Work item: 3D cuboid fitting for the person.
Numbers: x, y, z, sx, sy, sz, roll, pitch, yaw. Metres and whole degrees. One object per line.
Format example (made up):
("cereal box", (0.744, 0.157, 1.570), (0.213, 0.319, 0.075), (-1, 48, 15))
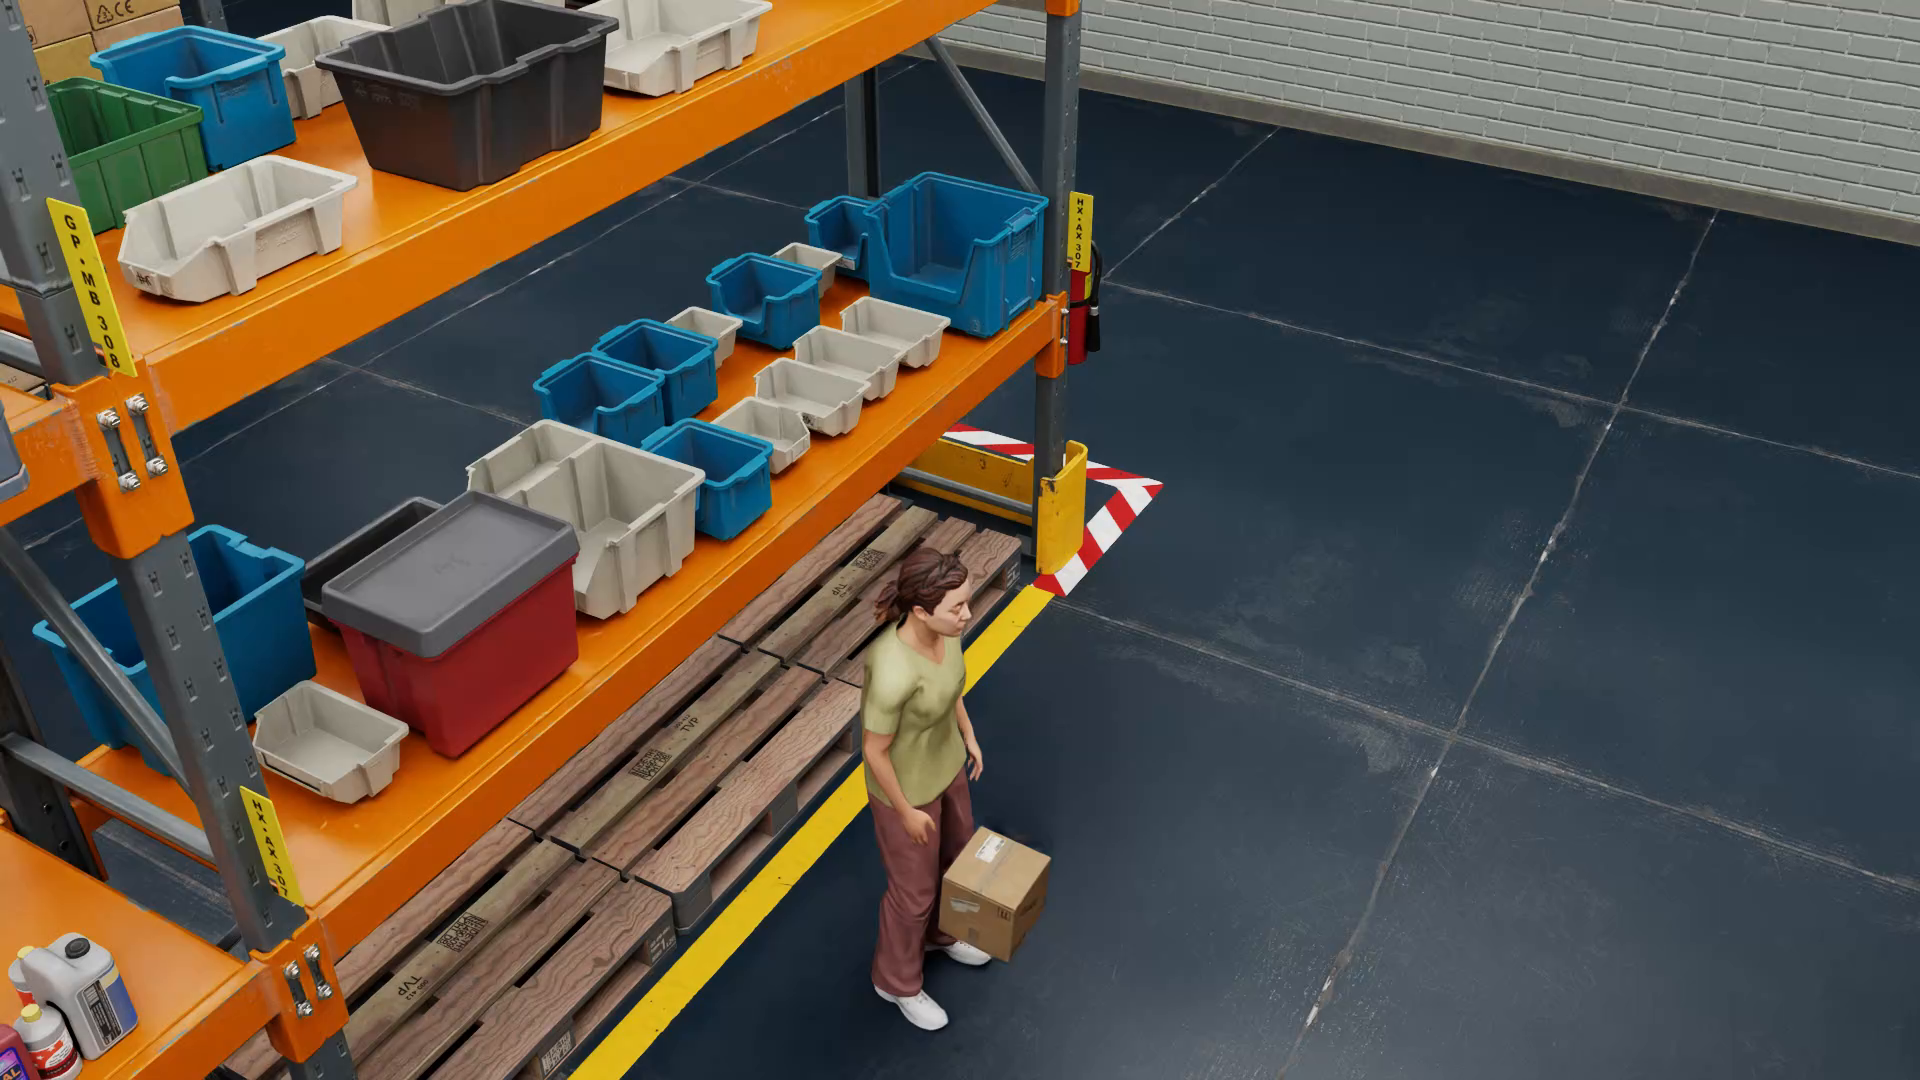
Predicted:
("person", (-0.103, 0.731, 5.069), (0.359, 1.675, 0.483), (17, 38, 23))
